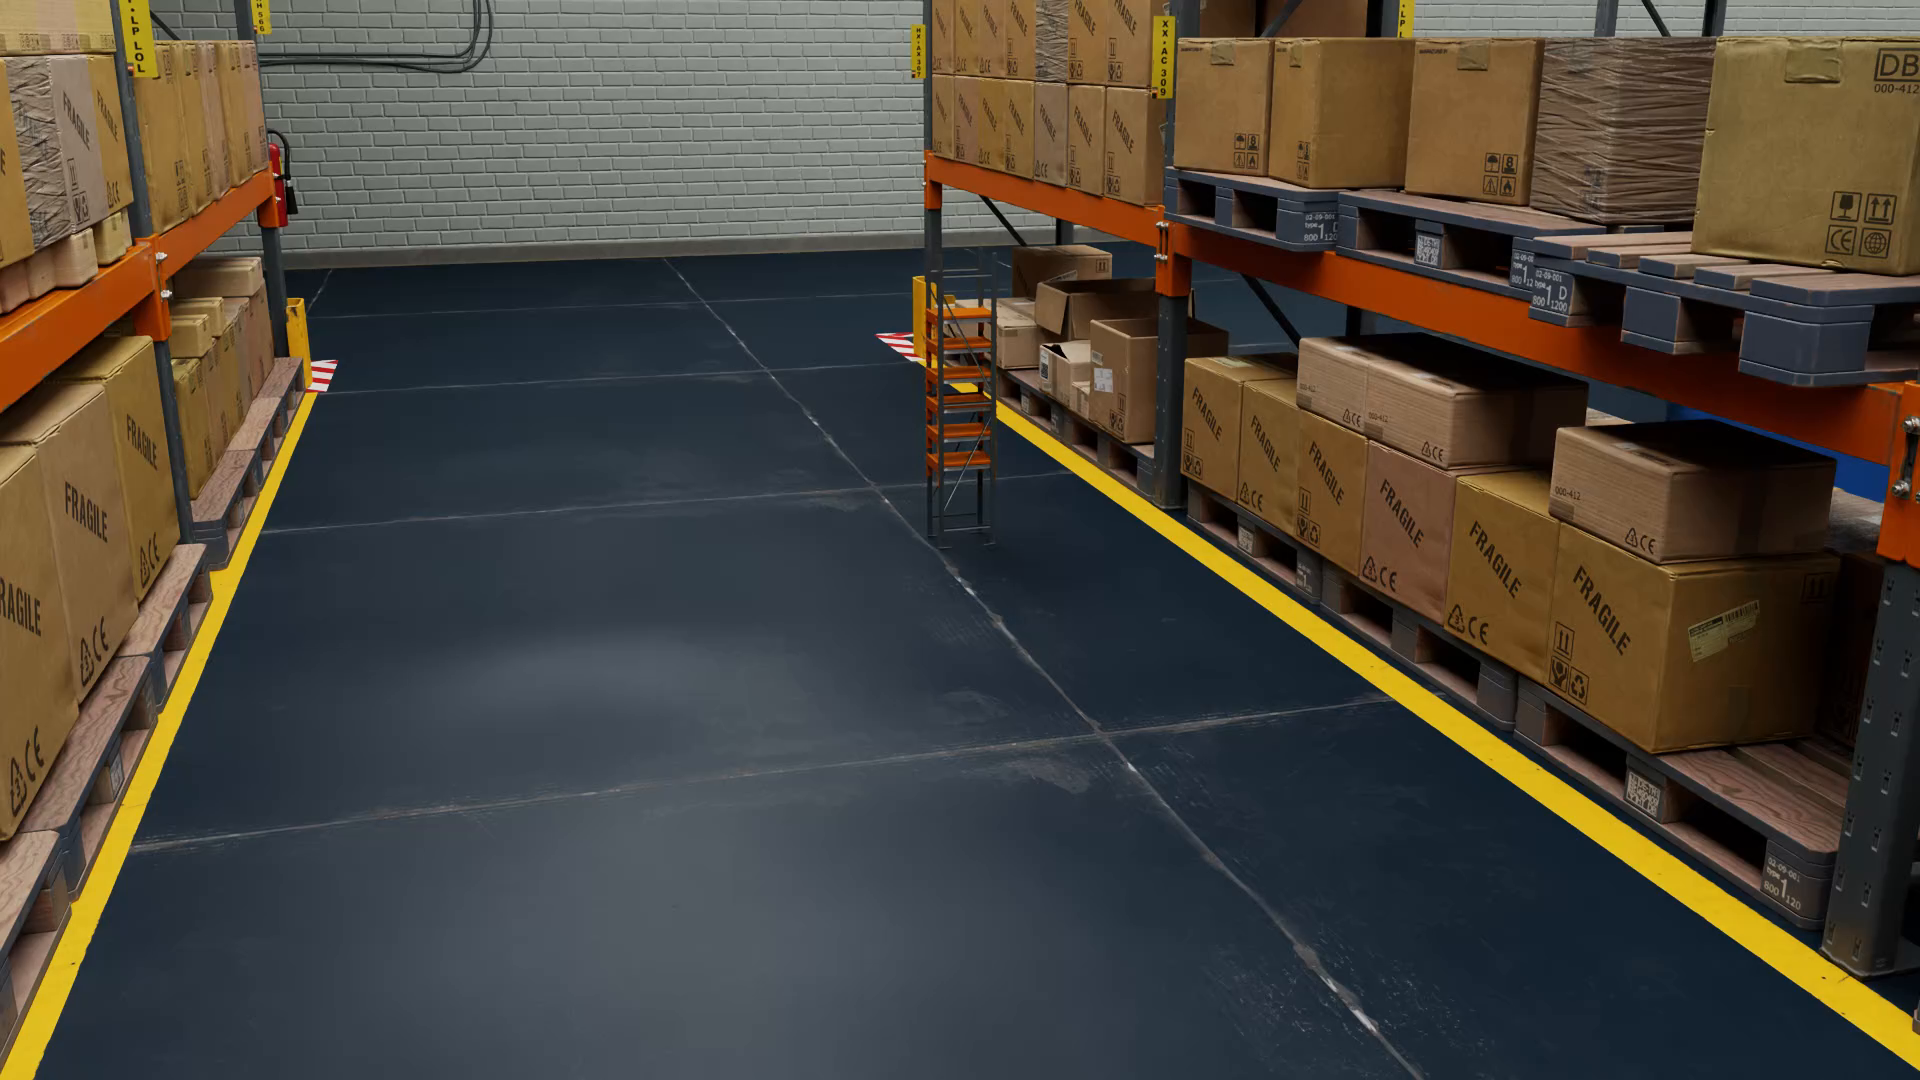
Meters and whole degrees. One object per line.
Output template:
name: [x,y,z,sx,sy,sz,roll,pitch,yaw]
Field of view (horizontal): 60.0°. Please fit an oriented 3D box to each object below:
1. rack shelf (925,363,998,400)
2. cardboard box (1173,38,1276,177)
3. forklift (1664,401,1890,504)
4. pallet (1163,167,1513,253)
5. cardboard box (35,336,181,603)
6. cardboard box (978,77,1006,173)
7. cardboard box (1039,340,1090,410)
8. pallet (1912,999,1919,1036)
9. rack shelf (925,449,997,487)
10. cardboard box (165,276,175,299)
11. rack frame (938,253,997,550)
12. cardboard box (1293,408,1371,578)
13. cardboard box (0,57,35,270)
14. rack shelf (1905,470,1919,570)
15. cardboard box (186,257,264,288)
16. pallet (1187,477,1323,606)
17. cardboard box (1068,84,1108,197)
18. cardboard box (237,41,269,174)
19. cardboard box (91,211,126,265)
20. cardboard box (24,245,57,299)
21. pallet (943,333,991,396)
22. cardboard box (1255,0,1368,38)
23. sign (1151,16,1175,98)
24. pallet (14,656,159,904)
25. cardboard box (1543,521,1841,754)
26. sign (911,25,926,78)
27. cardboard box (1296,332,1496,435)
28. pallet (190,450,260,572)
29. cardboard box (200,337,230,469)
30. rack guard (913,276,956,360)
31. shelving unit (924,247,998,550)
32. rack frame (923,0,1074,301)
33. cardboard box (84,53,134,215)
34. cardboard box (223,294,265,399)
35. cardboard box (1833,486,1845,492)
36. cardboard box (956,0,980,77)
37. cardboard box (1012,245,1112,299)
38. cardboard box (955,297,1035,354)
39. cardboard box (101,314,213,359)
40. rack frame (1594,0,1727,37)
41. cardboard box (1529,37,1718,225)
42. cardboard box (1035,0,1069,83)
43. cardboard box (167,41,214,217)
rack shelf: [0.004,-0.643,6.744,0.258,0.103,0.180,-5,17,-15]
cardboard box: [1.276,-1.719,6.558,0.700,0.500,0.500,-12,20,-34]
forklift: [4.232,-1.172,5.758,3.031,2.935,1.130,12,20,34]
pallet: [1.475,-1.297,6.391,1.003,0.211,1.213,-5,17,-15]
cardboard box: [-3.098,-0.228,5.505,0.750,0.750,0.750,-4,17,-15]
cardboard box: [0.412,-2.348,9.382,0.500,0.500,0.500,-5,17,-15]
cardboard box: [0.725,-0.885,8.592,0.500,0.311,0.500,-5,17,-15]
pallet: [2.649,1.054,3.077,1.003,0.211,1.213,-5,17,-15]
rack shelf: [0.004,-0.298,6.848,0.258,0.103,0.180,-5,17,-15]
cardboard box: [-4.230,-1.271,8.457,0.380,0.149,0.250,-5,17,-15]
rack frame: [0.029,-0.545,6.682,0.240,1.200,0.006,-5,17,-15]
cardboard box: [1.547,-0.194,5.964,0.500,0.500,0.500,-4,17,-15]
cardboard box: [-2.610,-0.901,4.011,0.500,0.500,0.500,-4,17,-14]
rack shelf: [3.010,0.385,1.706,1.077,0.370,4.000,-5,17,-15]
cardboard box: [-4.001,-1.441,9.021,0.380,0.149,0.250,-5,17,-16]
pallet: [1.621,-0.061,6.790,1.003,0.211,1.213,-5,17,-15]
cardboard box: [0.834,-1.927,7.980,0.500,0.500,0.500,-4,17,-14]
cardboard box: [-4.351,-2.336,8.994,0.980,0.700,0.700,-4,17,-13]
cardboard box: [-2.944,-0.976,5.391,0.380,0.149,0.250,-4,17,-14]
cardboard box: [-2.784,-0.760,4.670,0.380,0.149,0.250,-5,17,-15]
pallet: [0.502,-1.148,10.408,1.003,0.211,1.213,-5,17,-15]
cardboard box: [1.502,-2.298,7.477,0.500,0.500,0.500,-4,17,-14]
sign: [0.841,-1.989,6.853,0.100,0.325,0.005,-5,17,-15]
pallet: [-2.778,0.655,4.405,1.003,0.211,1.213,-5,17,-15]
cardboard box: [1.977,0.234,4.540,0.500,0.500,0.500,-4,17,-13]
sign: [-0.260,-3.097,10.544,0.100,0.325,0.005,-5,17,-15]
cardboard box: [1.534,-0.562,5.886,0.500,0.250,0.500,-5,17,-15]
pallet: [-3.535,-0.107,6.942,1.003,0.211,1.213,-5,17,-15]
cardboard box: [-3.643,-0.584,7.299,0.700,0.500,0.500,-5,17,-16]
rack guard: [0.282,-1.507,11.101,1.175,0.500,0.348,-5,17,-15]
shelving unit: [0.004,-0.571,6.766,0.258,1.200,0.189,-5,17,-15]
rack frame: [0.261,-2.725,10.811,1.000,3.000,0.127,-5,17,-15]
cardboard box: [-3.032,-1.318,5.402,0.500,0.500,0.500,-5,17,-16]
cardboard box: [-4.074,-1.013,8.724,0.700,0.500,0.500,-5,17,-15]
cardboard box: [2.327,0.042,5.179,0.500,0.500,0.500,-5,17,-16]
cardboard box: [0.281,-2.965,9.695,0.500,0.500,0.500,-5,17,-15]
cardboard box: [0.648,-1.608,10.671,0.500,0.500,0.500,-5,17,-15]
cardboard box: [0.276,-1.308,10.108,0.500,0.250,0.500,-5,17,-15]
cardboard box: [-3.427,-0.865,7.105,0.380,0.149,0.250,-4,17,-13]
rack frame: [5.025,-3.116,12.111,1.000,3.000,0.127,-5,17,-15]
cardboard box: [2.111,-1.195,4.812,0.700,0.500,0.500,-1,17,-5]
cardboard box: [0.691,-2.546,8.302,0.500,0.500,0.500,-5,17,-15]
cardboard box: [-3.730,-1.724,6.955,0.980,0.700,0.700,-5,17,-17]
